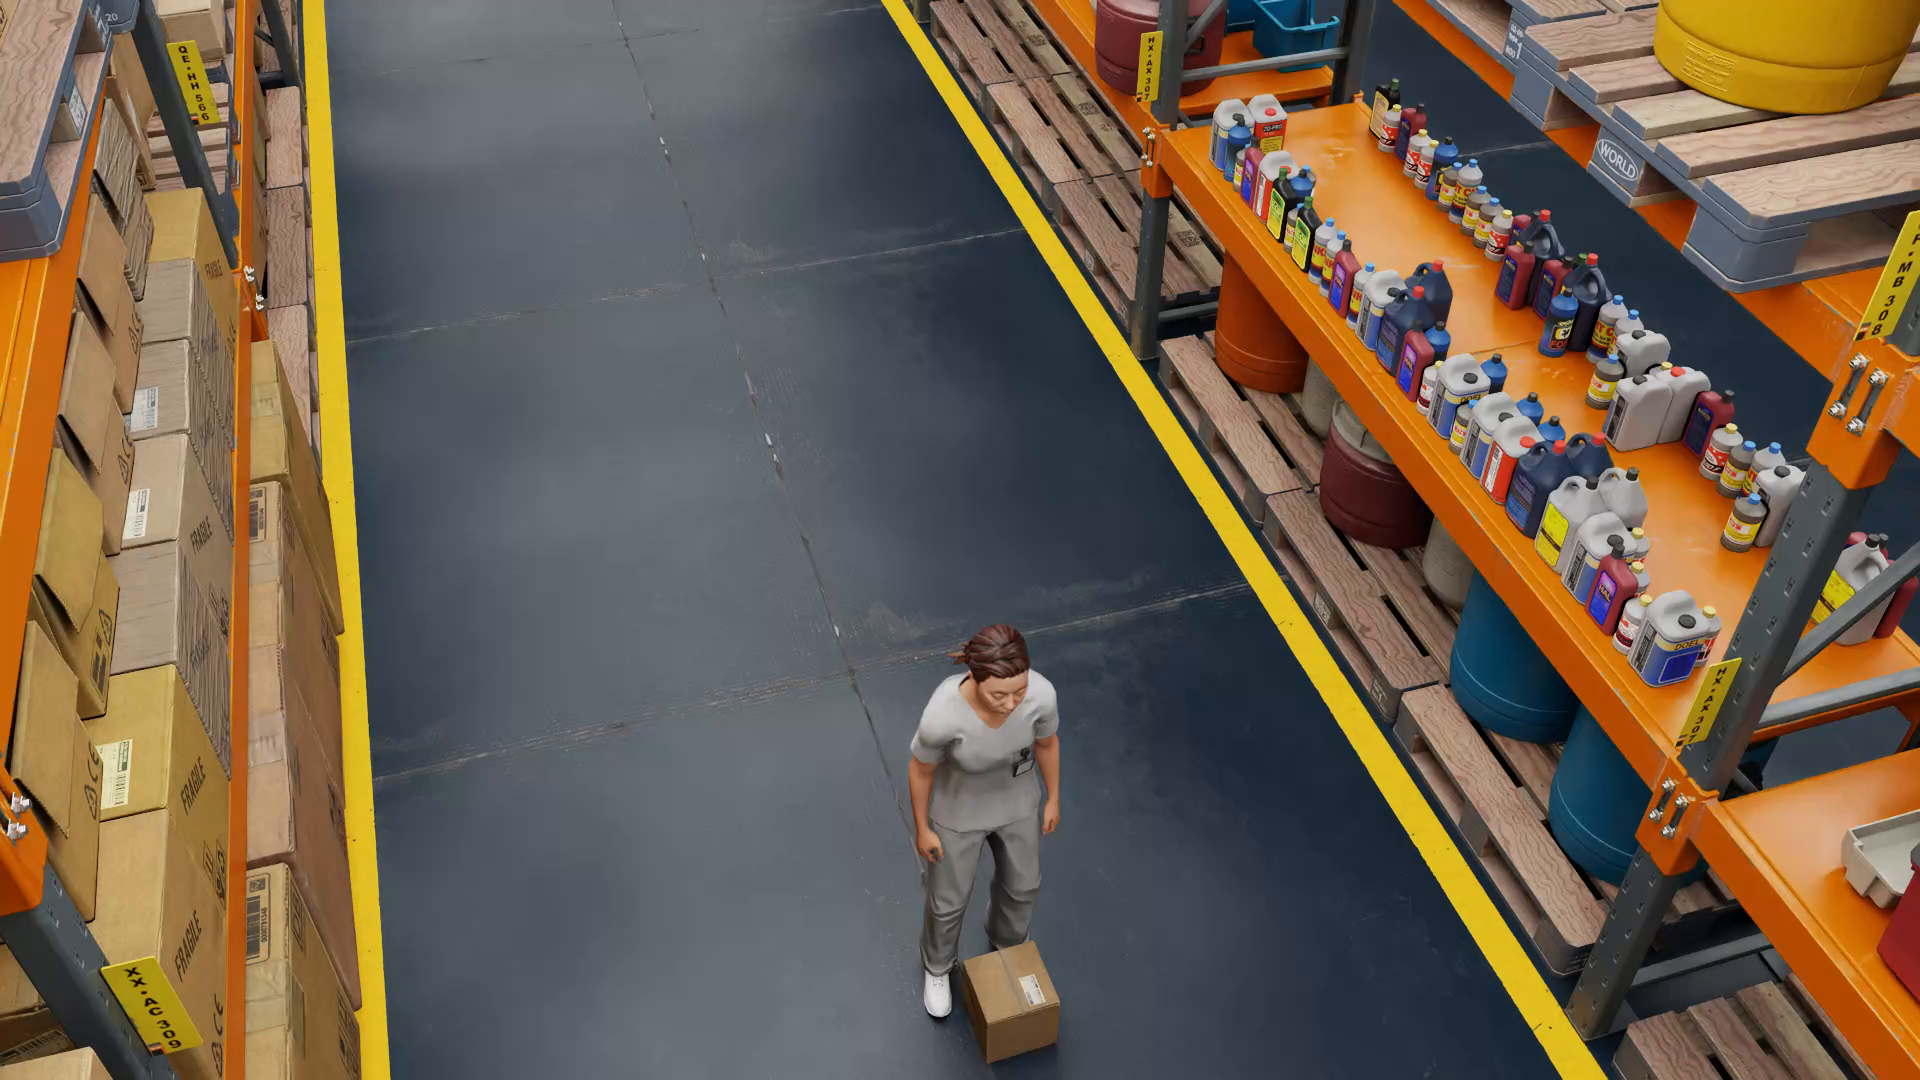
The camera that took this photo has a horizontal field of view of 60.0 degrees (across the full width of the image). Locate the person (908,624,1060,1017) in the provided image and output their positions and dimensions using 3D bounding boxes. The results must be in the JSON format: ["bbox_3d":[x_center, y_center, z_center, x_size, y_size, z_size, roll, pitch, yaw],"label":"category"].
[{"bbox_3d":[0.083,0.856,5.224,0.487,1.673,0.356,-12,44,-12],"label":"person"}]
